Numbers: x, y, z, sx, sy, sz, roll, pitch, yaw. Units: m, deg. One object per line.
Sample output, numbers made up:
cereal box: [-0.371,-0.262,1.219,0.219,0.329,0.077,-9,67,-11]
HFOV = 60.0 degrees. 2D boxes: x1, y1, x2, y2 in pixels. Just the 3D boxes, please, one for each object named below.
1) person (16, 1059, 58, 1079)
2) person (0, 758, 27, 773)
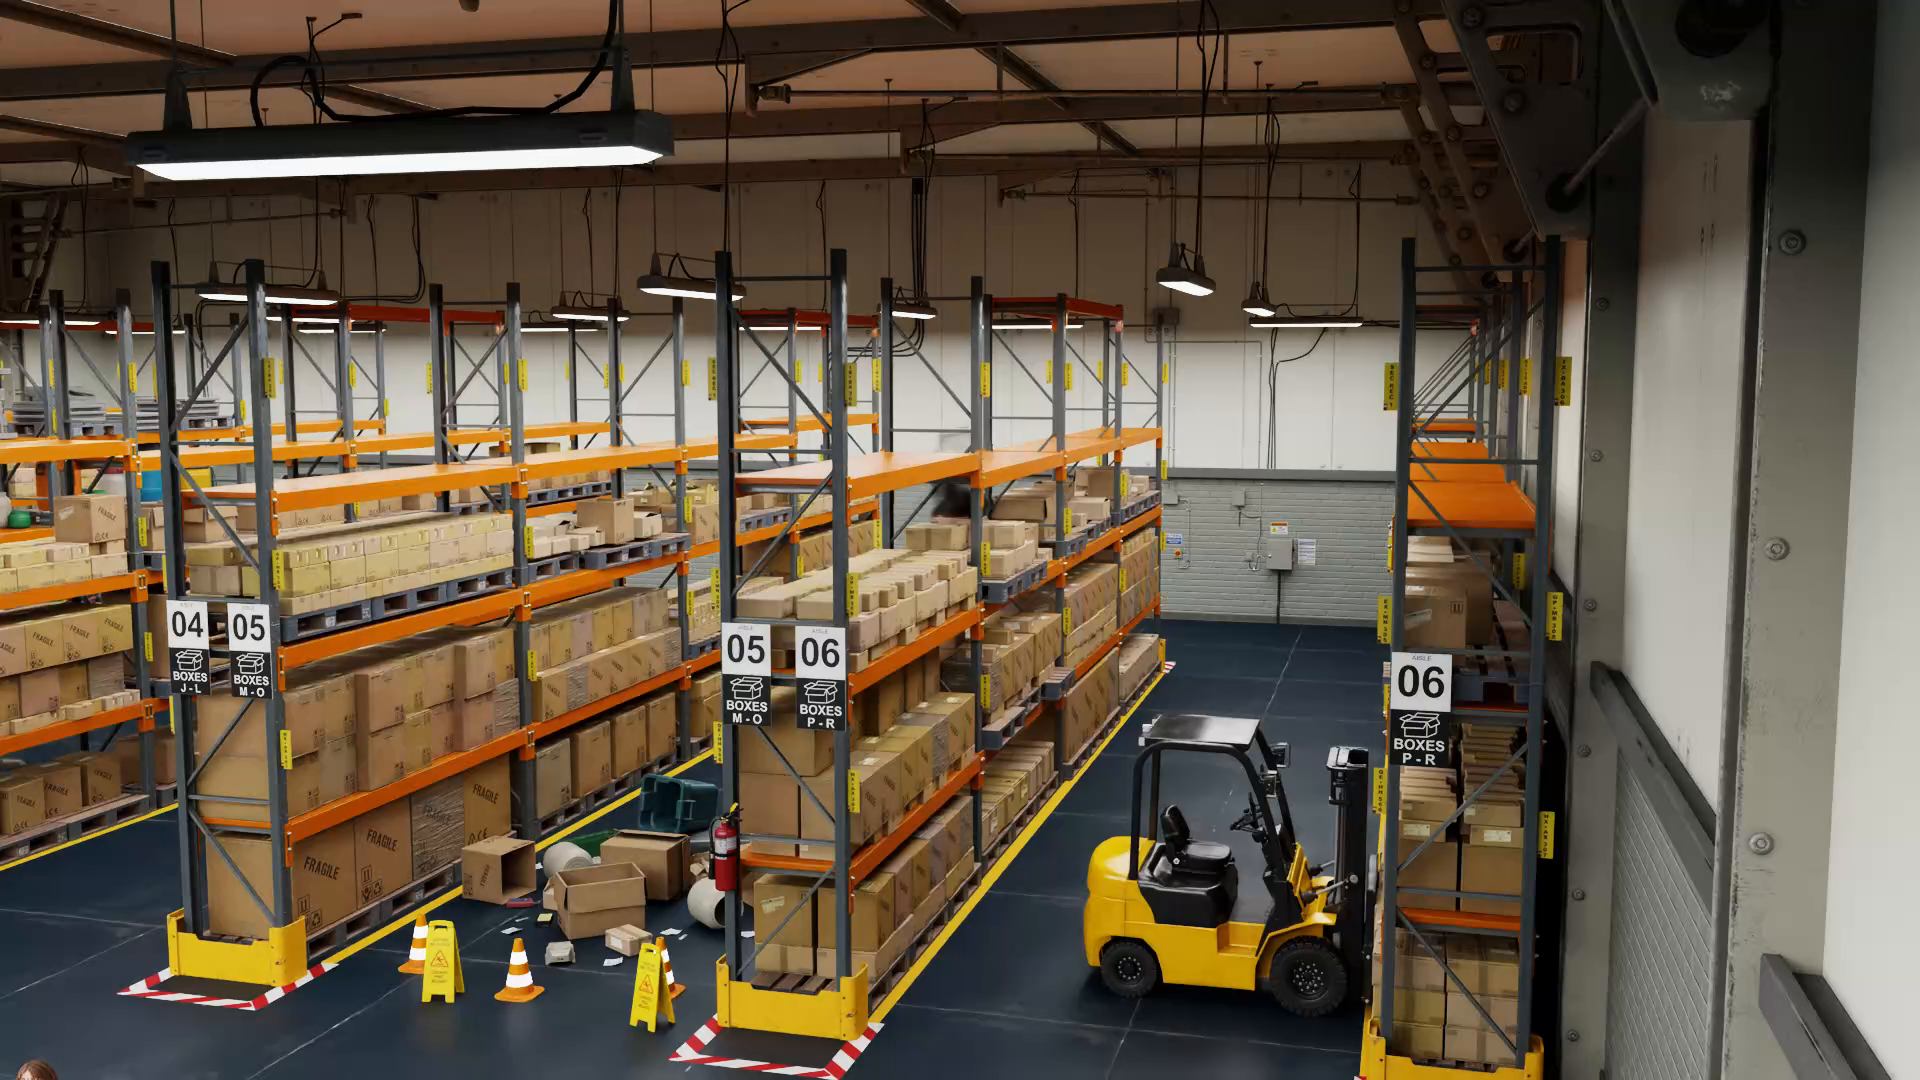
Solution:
person: [-4.788,3.476,8.737,0.534,1.587,0.669,-2,7,-22]
person: [-11.449,2.243,19.678,0.682,1.712,0.623,2,6,17]
